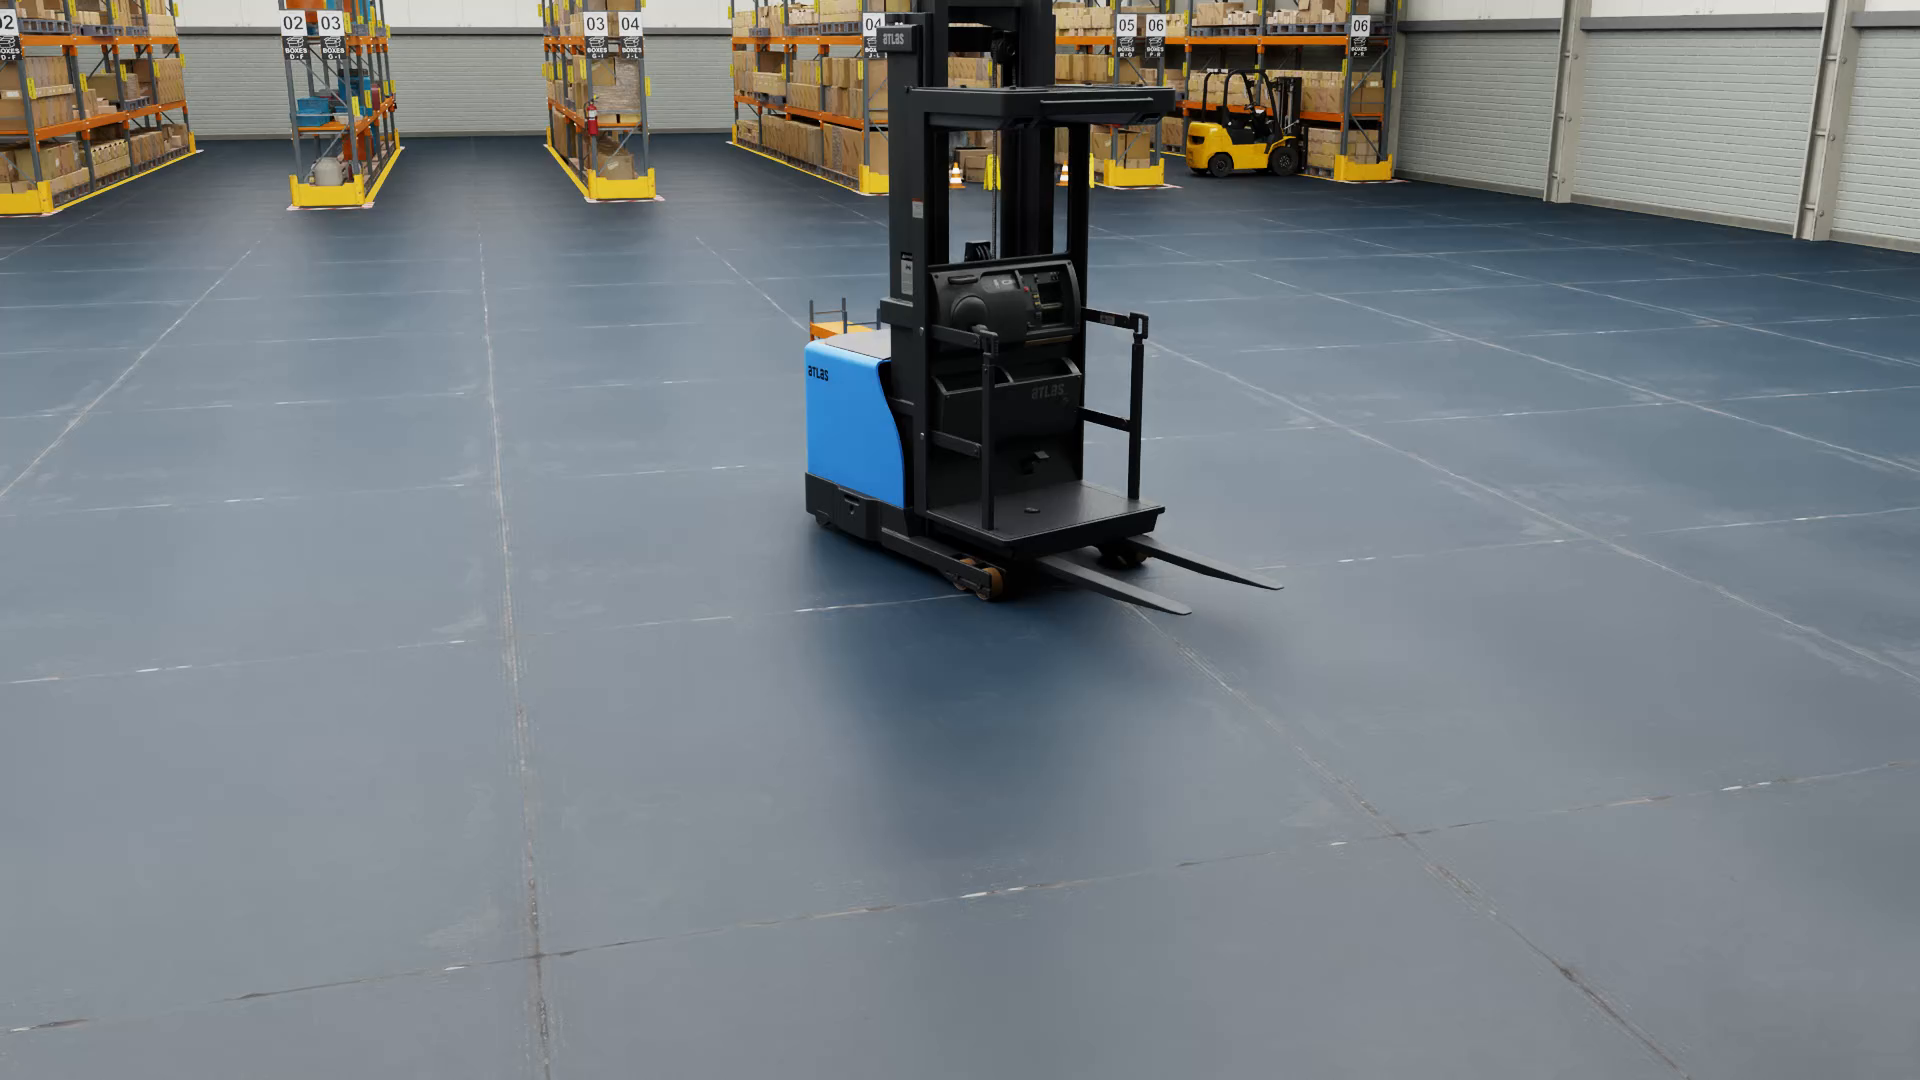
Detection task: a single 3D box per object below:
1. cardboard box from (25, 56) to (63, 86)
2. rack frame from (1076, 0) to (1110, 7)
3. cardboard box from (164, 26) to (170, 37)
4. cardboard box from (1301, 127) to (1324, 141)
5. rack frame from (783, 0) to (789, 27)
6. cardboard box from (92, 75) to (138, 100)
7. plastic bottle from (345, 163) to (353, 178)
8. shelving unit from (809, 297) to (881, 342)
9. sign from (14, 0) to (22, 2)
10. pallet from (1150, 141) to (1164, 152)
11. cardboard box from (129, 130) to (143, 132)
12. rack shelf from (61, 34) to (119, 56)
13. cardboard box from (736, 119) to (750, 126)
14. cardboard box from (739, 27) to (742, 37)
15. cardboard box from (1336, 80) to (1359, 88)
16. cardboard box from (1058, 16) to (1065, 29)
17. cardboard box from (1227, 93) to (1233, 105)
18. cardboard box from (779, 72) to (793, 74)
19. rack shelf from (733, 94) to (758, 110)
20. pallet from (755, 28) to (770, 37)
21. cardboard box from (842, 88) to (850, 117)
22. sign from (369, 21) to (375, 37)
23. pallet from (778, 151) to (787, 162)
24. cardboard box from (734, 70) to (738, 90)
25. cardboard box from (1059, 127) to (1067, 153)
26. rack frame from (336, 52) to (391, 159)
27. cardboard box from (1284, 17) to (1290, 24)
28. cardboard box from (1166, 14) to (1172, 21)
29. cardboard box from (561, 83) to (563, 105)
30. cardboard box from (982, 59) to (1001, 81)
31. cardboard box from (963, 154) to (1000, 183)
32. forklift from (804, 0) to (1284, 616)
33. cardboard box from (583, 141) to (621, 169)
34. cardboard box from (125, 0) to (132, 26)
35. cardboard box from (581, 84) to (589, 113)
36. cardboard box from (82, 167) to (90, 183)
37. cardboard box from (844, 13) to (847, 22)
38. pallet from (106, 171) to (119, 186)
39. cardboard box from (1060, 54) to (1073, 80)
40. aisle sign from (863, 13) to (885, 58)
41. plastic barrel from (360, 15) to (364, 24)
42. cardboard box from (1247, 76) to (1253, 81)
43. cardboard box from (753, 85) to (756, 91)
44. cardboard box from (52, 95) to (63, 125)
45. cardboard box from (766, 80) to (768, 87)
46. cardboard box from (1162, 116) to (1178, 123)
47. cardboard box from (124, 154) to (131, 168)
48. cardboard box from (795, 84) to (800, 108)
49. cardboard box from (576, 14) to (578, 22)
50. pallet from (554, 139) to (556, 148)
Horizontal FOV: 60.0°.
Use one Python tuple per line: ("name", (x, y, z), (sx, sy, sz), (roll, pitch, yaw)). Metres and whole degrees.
("cardboard box", (-16.450, -8.353, 29.618), (0.700, 0.500, 0.500), (-5, 17, -15))
("rack frame", (3.810, -16.098, 47.401), (1.000, 3.000, 0.127), (-5, 17, -15))
("cardboard box", (-19.344, -12.232, 40.008), (0.500, 0.250, 0.500), (-5, 17, -15))
("cardboard box", (7.487, -8.544, 34.994), (0.500, 0.250, 0.500), (-4, 17, -15))
("rack frame", (-3.495, -13.072, 37.328), (1.000, 3.000, 0.127), (-5, 17, -15))
("cardboard box", (-18.166, -9.735, 35.743), (0.700, 0.500, 0.500), (-1, 17, -5))
("plastic bottle", (-11.583, -7.016, 31.564), (0.152, 0.276, 0.135), (-5, 17, -15))
("shelving unit", (-0.696, -0.844, 10.178), (0.258, 1.200, 0.503), (-9, 19, -27))
("sign", (-15.083, -8.775, 26.580), (0.100, 0.325, 0.005), (-5, 17, -15))
("pallet", (5.508, -10.222, 43.117), (1.003, 0.211, 1.213), (-5, 17, -15))
("cardboard box", (-19.346, -9.308, 38.804), (0.500, 0.500, 0.500), (-5, 17, -15))
("rack shelf", (-17.268, -9.591, 32.205), (1.077, 0.370, 4.000), (-5, 17, -15))
("cardboard box", (-5.876, -11.361, 45.250), (0.380, 0.149, 0.250), (-6, 18, -18))
("cardboard box", (-5.521, -13.345, 43.710), (0.500, 0.250, 0.500), (-5, 18, -17))
("cardboard box", (7.843, -9.231, 33.668), (0.380, 0.149, 0.250), (-4, 17, -14))
("cardboard box", (2.345, -10.734, 34.501), (0.500, 0.250, 0.500), (-5, 17, -16))
("cardboard box", (6.467, -10.231, 38.557), (0.500, 0.250, 0.500), (-5, 17, -15))
("cardboard box", (-4.296, -11.575, 41.446), (0.380, 0.149, 0.250), (-4, 17, -13))
("rack shelf", (-5.143, -11.514, 43.820), (1.077, 0.370, 4.000), (-5, 17, -15))
("pallet", (-4.239, -12.186, 39.919), (1.213, 0.211, 1.003), (-5, 17, -15))
("cardboard box", (-1.832, -8.615, 32.659), (0.875, 0.550, 0.500), (-5, 17, -15))
("sign", (-12.527, -10.875, 35.410), (0.100, 0.325, 0.005), (-5, 17, -15))
("pallet", (-3.708, -9.080, 39.312), (1.003, 0.211, 1.213), (-5, 17, -15))
("cardboard box", (-5.835, -12.456, 45.015), (0.500, 0.500, 0.500), (-4, 17, -13))
("cardboard box", (2.397, -8.423, 35.027), (0.500, 0.500, 0.500), (-4, 17, -13))
("rack frame", (-14.153, -10.550, 39.358), (1.000, 3.000, 0.127), (-5, 17, -15))
("cardboard box", (7.150, -11.110, 35.542), (0.380, 0.149, 0.250), (-4, 17, -14))
("cardboard box", (5.345, -13.071, 41.589), (0.380, 0.149, 0.250), (-5, 17, -16))
("cardboard box", (-8.797, -10.138, 37.814), (0.500, 0.500, 0.500), (-5, 17, -16))
("cardboard box", (0.844, -11.267, 39.836), (0.500, 0.500, 0.500), (-5, 17, -17))
("cardboard box", (0.519, -7.495, 33.530), (0.637, 0.503, 0.797), (11, 20, 32))
("forklift", (0.377, -1.258, 8.546), (1.130, 2.935, 3.031), (-12, 21, -35))
("cardboard box", (-7.340, -7.913, 34.163), (0.700, 0.500, 0.500), (-6, 18, -20))
("cardboard box", (-18.849, -11.747, 37.054), (0.600, 0.600, 0.600), (-6, 18, -20))
("cardboard box", (-6.470, -8.095, 30.497), (0.875, 0.500, 0.500), (-5, 17, -15))
("cardboard box", (-16.380, -6.719, 30.657), (0.500, 0.250, 0.500), (-5, 17, -15))
("cardboard box", (-1.993, -9.898, 31.509), (0.380, 0.149, 0.250), (-5, 17, -16))
("pallet", (-17.297, -7.149, 32.886), (1.003, 0.211, 1.213), (-5, 17, -15))
("cardboard box", (2.480, -9.758, 34.295), (0.700, 0.500, 0.500), (-5, 17, -16))
("aisle sign", (-1.565, -9.188, 30.306), (0.394, 0.787, 0.004), (-5, 17, -15))
("plastic barrel", (-13.124, -11.318, 36.242), (0.294, 0.245, 0.294), (0, 17, 0))
("cardboard box", (6.712, -10.411, 37.595), (0.380, 0.149, 0.250), (-5, 17, -16))
("cardboard box", (-4.928, -11.241, 41.366), (0.380, 0.149, 0.250), (-6, 18, -18))
("cardboard box", (-16.305, -7.587, 29.323), (0.700, 0.500, 0.500), (-4, 17, -14))
("cardboard box", (-4.425, -10.879, 39.646), (0.380, 0.149, 0.250), (-4, 17, -14))
("cardboard box", (5.397, -10.738, 42.473), (0.380, 0.149, 0.250), (-5, 17, -16))
("cardboard box", (-17.438, -7.811, 34.290), (0.500, 0.250, 0.500), (-4, 17, -14))
("cardboard box", (-3.350, -9.821, 36.760), (0.500, 0.500, 0.500), (-5, 17, -15))
("cardboard box", (-7.005, -9.812, 31.257), (0.380, 0.149, 0.250), (-5, 17, -16))
("pallet", (-10.195, -10.497, 44.031), (1.003, 0.211, 1.213), (-5, 17, -15))
